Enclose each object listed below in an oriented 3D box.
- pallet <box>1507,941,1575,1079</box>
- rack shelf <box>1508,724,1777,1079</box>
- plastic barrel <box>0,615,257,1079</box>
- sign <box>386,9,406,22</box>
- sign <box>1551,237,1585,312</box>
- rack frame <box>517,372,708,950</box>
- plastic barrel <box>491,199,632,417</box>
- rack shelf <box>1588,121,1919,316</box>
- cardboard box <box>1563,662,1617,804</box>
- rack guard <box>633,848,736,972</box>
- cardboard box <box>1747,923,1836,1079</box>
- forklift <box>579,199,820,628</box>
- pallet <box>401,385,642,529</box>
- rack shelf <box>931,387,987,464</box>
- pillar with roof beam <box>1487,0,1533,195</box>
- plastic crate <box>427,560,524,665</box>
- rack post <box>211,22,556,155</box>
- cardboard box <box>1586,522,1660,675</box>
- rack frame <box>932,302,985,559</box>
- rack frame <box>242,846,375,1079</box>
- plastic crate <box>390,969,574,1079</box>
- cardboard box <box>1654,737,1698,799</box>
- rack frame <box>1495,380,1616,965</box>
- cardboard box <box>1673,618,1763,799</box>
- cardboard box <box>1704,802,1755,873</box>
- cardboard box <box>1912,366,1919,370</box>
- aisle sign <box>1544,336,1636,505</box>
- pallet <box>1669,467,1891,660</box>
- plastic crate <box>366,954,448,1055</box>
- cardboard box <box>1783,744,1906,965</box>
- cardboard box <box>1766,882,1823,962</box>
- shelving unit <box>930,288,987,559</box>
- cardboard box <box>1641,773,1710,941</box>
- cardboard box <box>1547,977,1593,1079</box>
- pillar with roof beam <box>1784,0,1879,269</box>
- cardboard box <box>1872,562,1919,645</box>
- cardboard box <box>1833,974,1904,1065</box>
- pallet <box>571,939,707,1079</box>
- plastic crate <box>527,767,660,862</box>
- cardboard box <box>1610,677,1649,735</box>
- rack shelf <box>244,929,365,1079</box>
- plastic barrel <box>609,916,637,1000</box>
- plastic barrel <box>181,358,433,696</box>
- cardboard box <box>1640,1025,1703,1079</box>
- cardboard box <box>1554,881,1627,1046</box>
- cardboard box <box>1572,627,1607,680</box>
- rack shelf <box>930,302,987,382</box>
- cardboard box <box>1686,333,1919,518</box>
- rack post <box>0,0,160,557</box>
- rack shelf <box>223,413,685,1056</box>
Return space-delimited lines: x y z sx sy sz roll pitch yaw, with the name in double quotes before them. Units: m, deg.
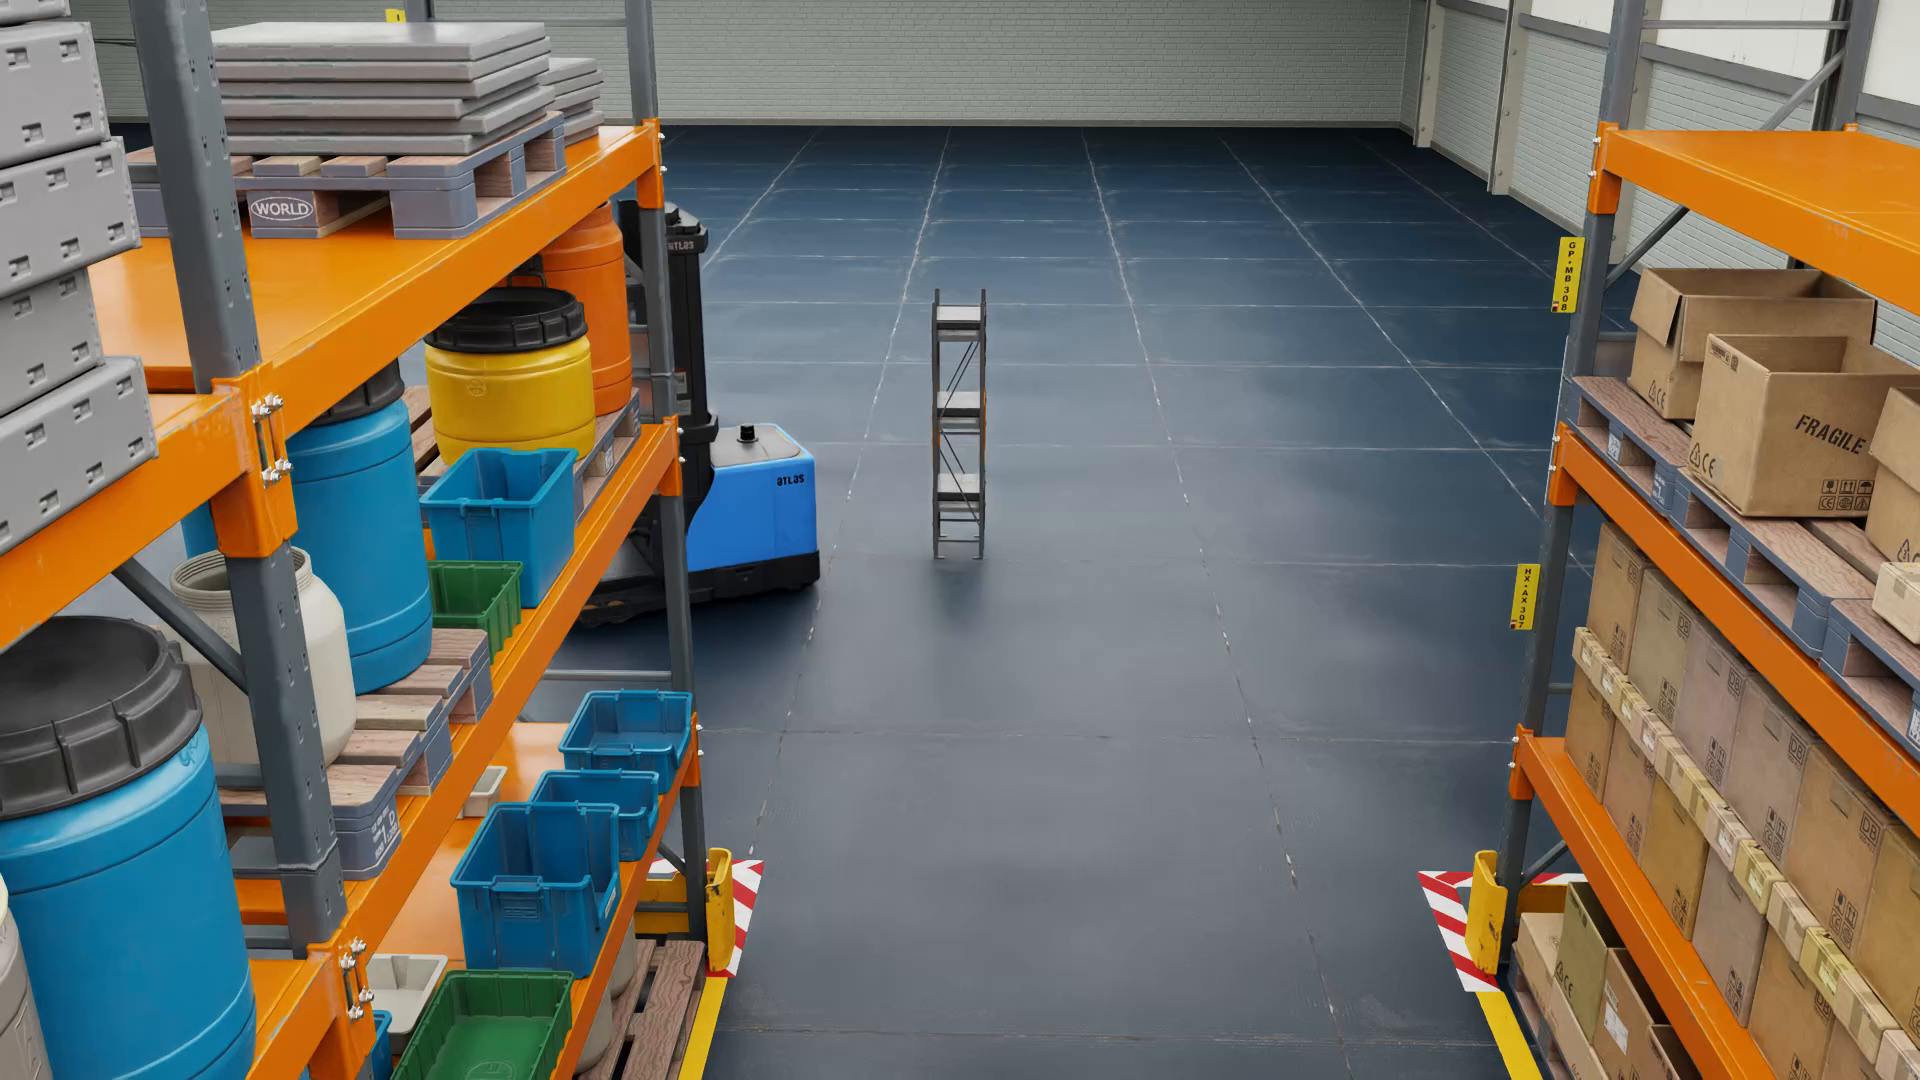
"pallet" 3.186 2.289 7.630 1.003 0.211 1.213 1 21 2
"rack shelf" 3.107 1.771 6.106 1.077 0.370 4.000 1 21 2
"plastic barrel" -1.704 0.657 3.143 0.600 0.901 0.708 1 21 2
"sign" -2.333 -2.050 6.956 0.100 0.325 0.005 1 21 2
"sign" 2.613 -1.139 7.146 0.100 0.325 0.005 1 21 2
"rack frame" -1.783 0.657 7.983 1.000 3.000 0.127 1 21 2
"plastic barrel" -1.671 -0.961 6.831 0.600 0.830 0.708 1 21 2
"rack shelf" 3.107 -0.839 5.093 1.077 0.370 4.000 1 21 2
"cardboard box" 3.141 0.835 7.387 0.700 0.500 0.500 1 21 2
"rack guard" -1.739 1.850 8.363 1.175 0.500 0.348 1 21 2
"cardboard box" 3.082 1.579 5.467 0.700 0.500 0.500 1 21 2
"forklift" -2.646 -0.940 12.192 3.031 2.935 1.130 -9 23 -22
"pallet" -1.906 -0.356 6.707 1.003 0.211 1.213 1 21 2
"rack shelf" -0.005 -0.906 13.293 0.431 0.518 0.480 1 21 2
"pillar with roof beam" 5.389 -10.494 28.427 9.100 9.000 0.400 1 21 2
"plastic crate" -1.585 0.236 5.214 0.336 0.188 0.450 1 21 2
"rack post" -1.811 -1.404 5.105 0.937 0.300 0.954 0 21 1
"cardboard box" 3.139 0.249 7.103 0.700 0.500 0.500 1 21 2
"rack frame" -0.012 -0.831 13.061 0.400 2.100 0.015 1 21 2
"rack frame" -1.905 2.103 4.256 1.000 3.000 0.127 1 21 2
"plastic crate" -1.582 1.714 5.551 0.450 0.188 0.662 1 21 2
"cardboard box" 2.911 0.876 6.382 0.380 0.149 0.250 0 21 0
"rack frame" 3.167 0.712 7.839 1.000 3.000 0.127 1 21 2
"cardboard box" 3.114 0.621 6.143 0.700 0.500 0.500 1 21 2
"cardboard box" 2.893 1.059 5.912 0.380 0.149 0.250 1 21 2
"cardboard box" 3.396 -0.458 6.142 0.500 0.250 0.500 1 21 2
"aisle sign" 2.863 -0.527 7.439 0.394 0.787 0.004 1 21 2
"pallet" 3.086 0.053 5.515 1.003 0.211 1.213 1 21 2
"plastic crate" -2.109 1.636 5.824 0.530 0.136 0.437 1 21 2
"cardboard box" 3.083 0.983 5.210 0.700 0.500 0.500 1 21 2
"cardboard box" 2.880 1.250 5.419 0.380 0.149 0.250 1 21 3
"shelving unit" -0.005 -0.919 13.288 0.431 2.100 0.503 1 21 2
"cardboard box" 3.108 1.204 6.435 0.700 0.500 0.500 1 21 2
"cardboard box" 2.917 2.171 7.301 0.500 0.250 0.500 1 21 2
"pillar with roof beam" 5.024 -6.155 17.245 9.100 9.000 0.400 1 21 2
"cardboard box" 2.809 0.177 4.645 0.380 0.149 0.250 1 21 2
"cardboard box" 2.862 1.430 4.955 0.380 0.149 0.250 1 21 2
"pallet" -1.769 2.278 7.659 1.003 0.211 1.213 1 21 2
"plastic crate" -1.525 1.145 6.930 0.499 0.251 0.408 1 21 2
"cardboard box" 2.926 0.689 6.866 0.380 0.149 0.250 1 21 2
"rack shelf" -1.966 1.763 1.980 1.077 0.370 4.000 1 21 2
"plastic barrel" -1.727 1.859 7.742 0.421 0.512 0.421 0 21 0
"plastic barrel" -1.768 -0.084 4.471 0.600 0.901 0.708 1 21 2
"cardboard box" 2.881 2.183 6.234 0.500 0.500 0.500 1 21 2
"cardboard box" 2.916 1.821 7.166 0.500 0.500 0.500 1 21 2
"cardboard box" 2.940 0.503 7.344 0.380 0.149 0.250 0 21 1
"rack shelf" -0.005 -1.559 13.040 0.431 0.518 0.480 1 21 2
"cardboard box" 2.844 -0.396 5.638 0.500 0.500 0.500 1 21 2
"rack post" -1.879 -0.074 1.297 1.013 1.000 3.121 1 21 2
"rack shelf" -1.844 0.317 5.707 1.077 0.370 4.000 1 21 2
